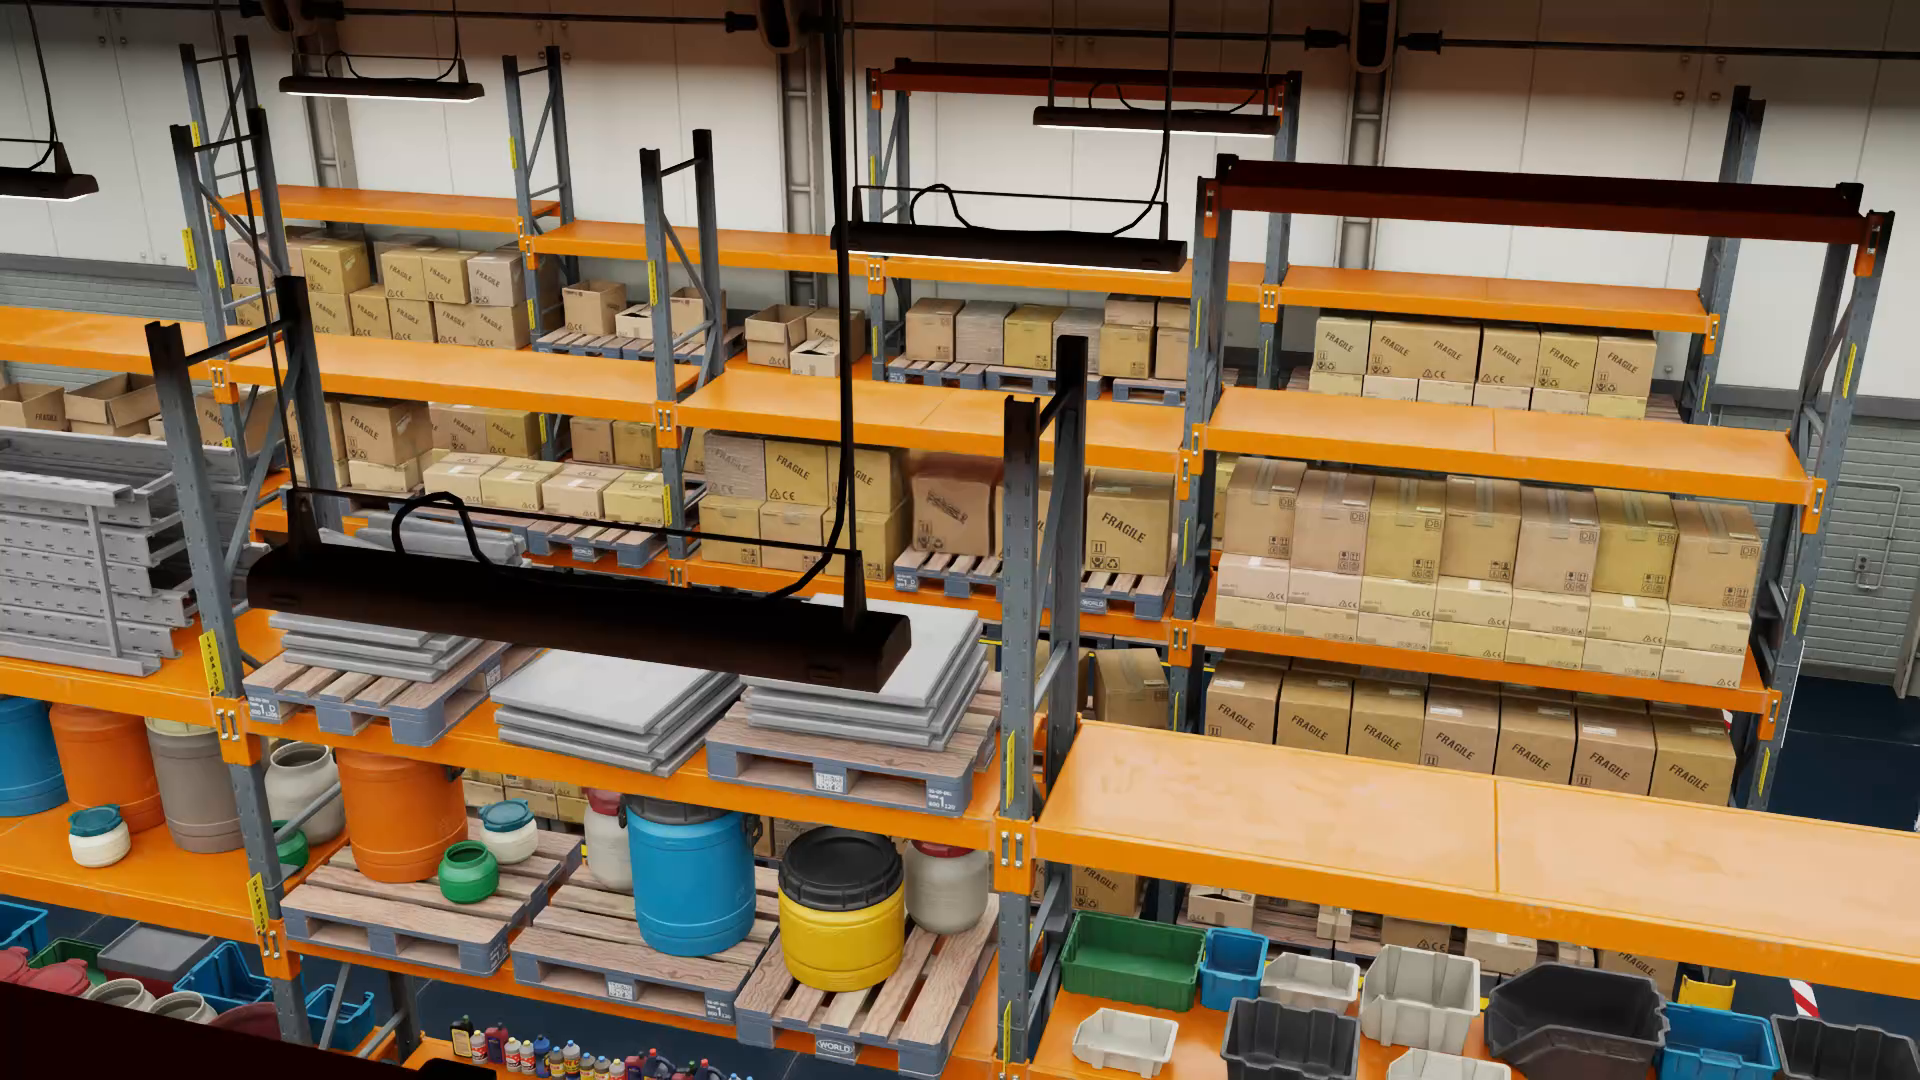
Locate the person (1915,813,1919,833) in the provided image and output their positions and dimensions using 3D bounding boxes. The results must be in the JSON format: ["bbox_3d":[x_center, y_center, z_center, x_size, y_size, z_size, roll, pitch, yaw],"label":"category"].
[{"bbox_3d":[7.754,2.304,13.043,0.462,1.651,0.914,16,27,33],"label":"person"}]
